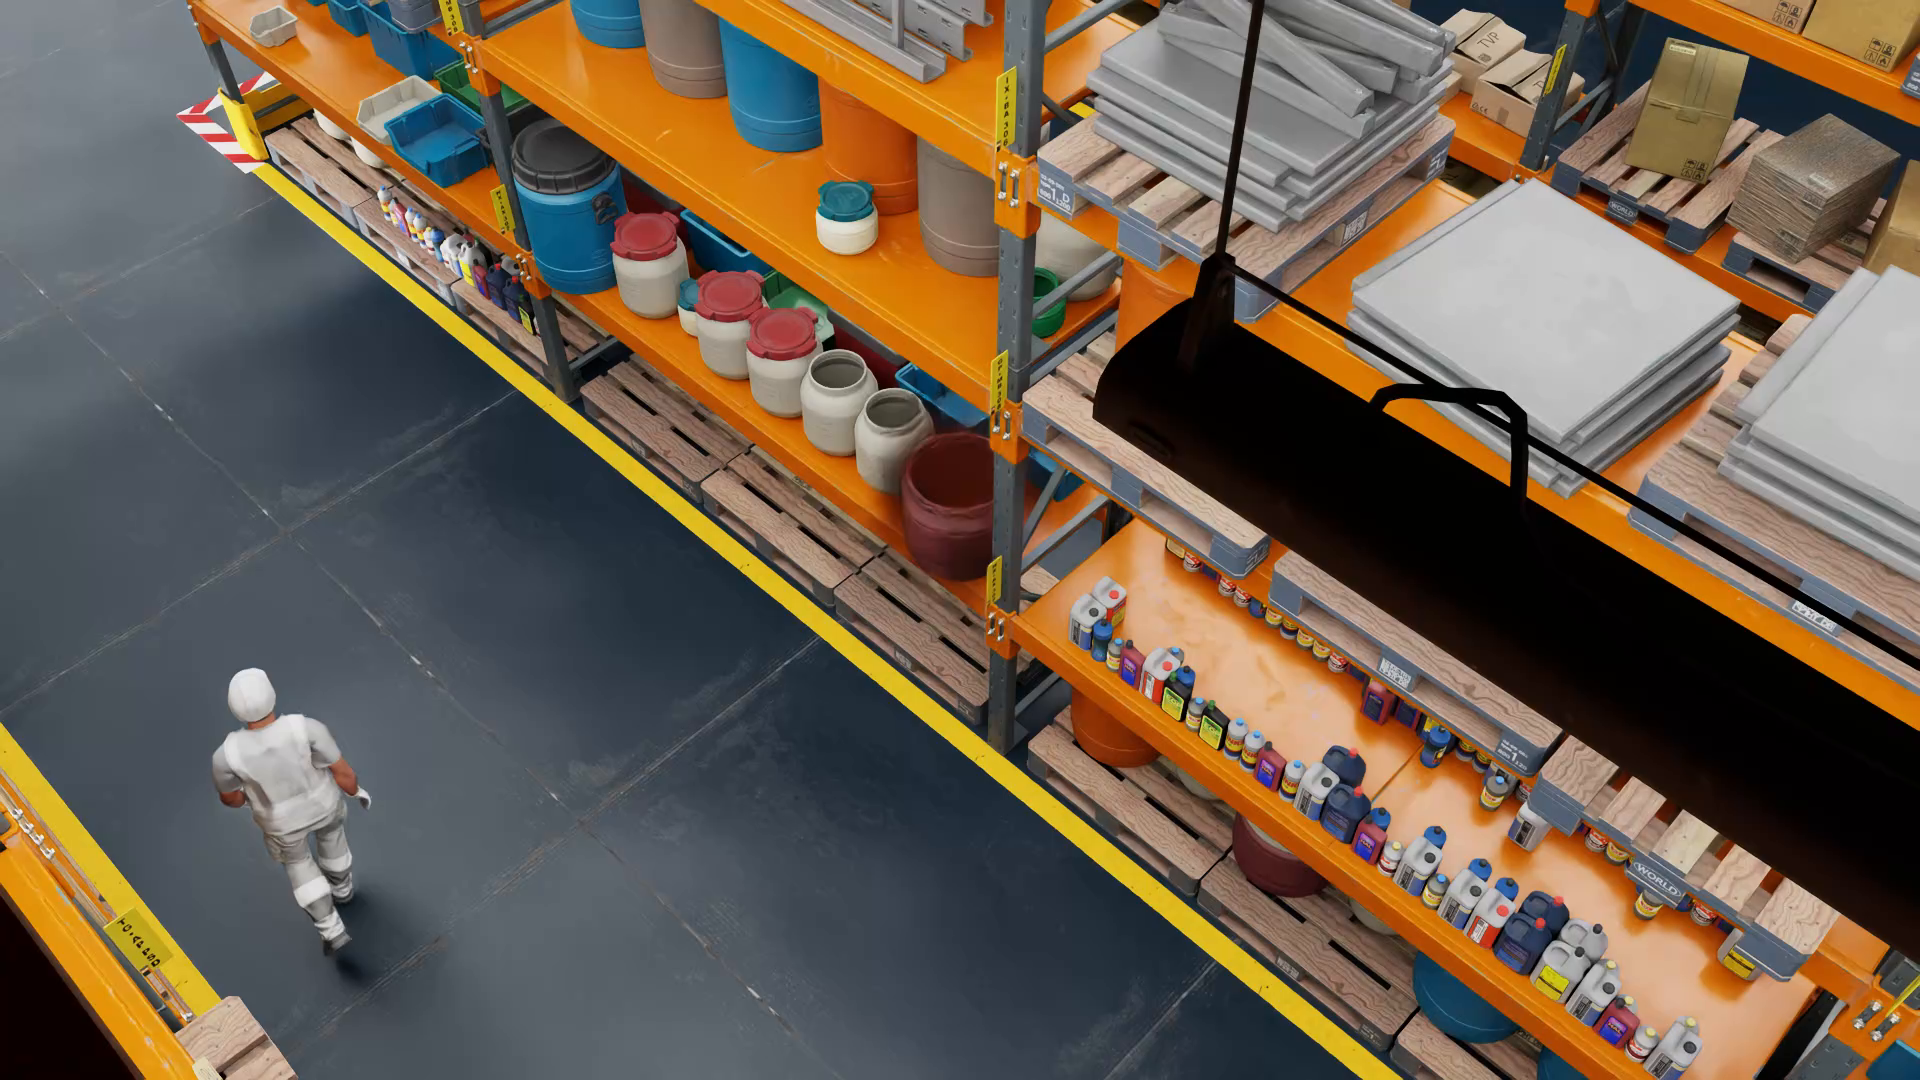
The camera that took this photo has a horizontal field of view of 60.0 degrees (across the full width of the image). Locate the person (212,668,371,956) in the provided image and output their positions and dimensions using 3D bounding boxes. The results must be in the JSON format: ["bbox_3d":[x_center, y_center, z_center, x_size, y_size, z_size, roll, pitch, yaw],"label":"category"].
[{"bbox_3d":[-3.183,1.365,8.110,0.604,1.757,0.738,-24,54,-19],"label":"person"}]
